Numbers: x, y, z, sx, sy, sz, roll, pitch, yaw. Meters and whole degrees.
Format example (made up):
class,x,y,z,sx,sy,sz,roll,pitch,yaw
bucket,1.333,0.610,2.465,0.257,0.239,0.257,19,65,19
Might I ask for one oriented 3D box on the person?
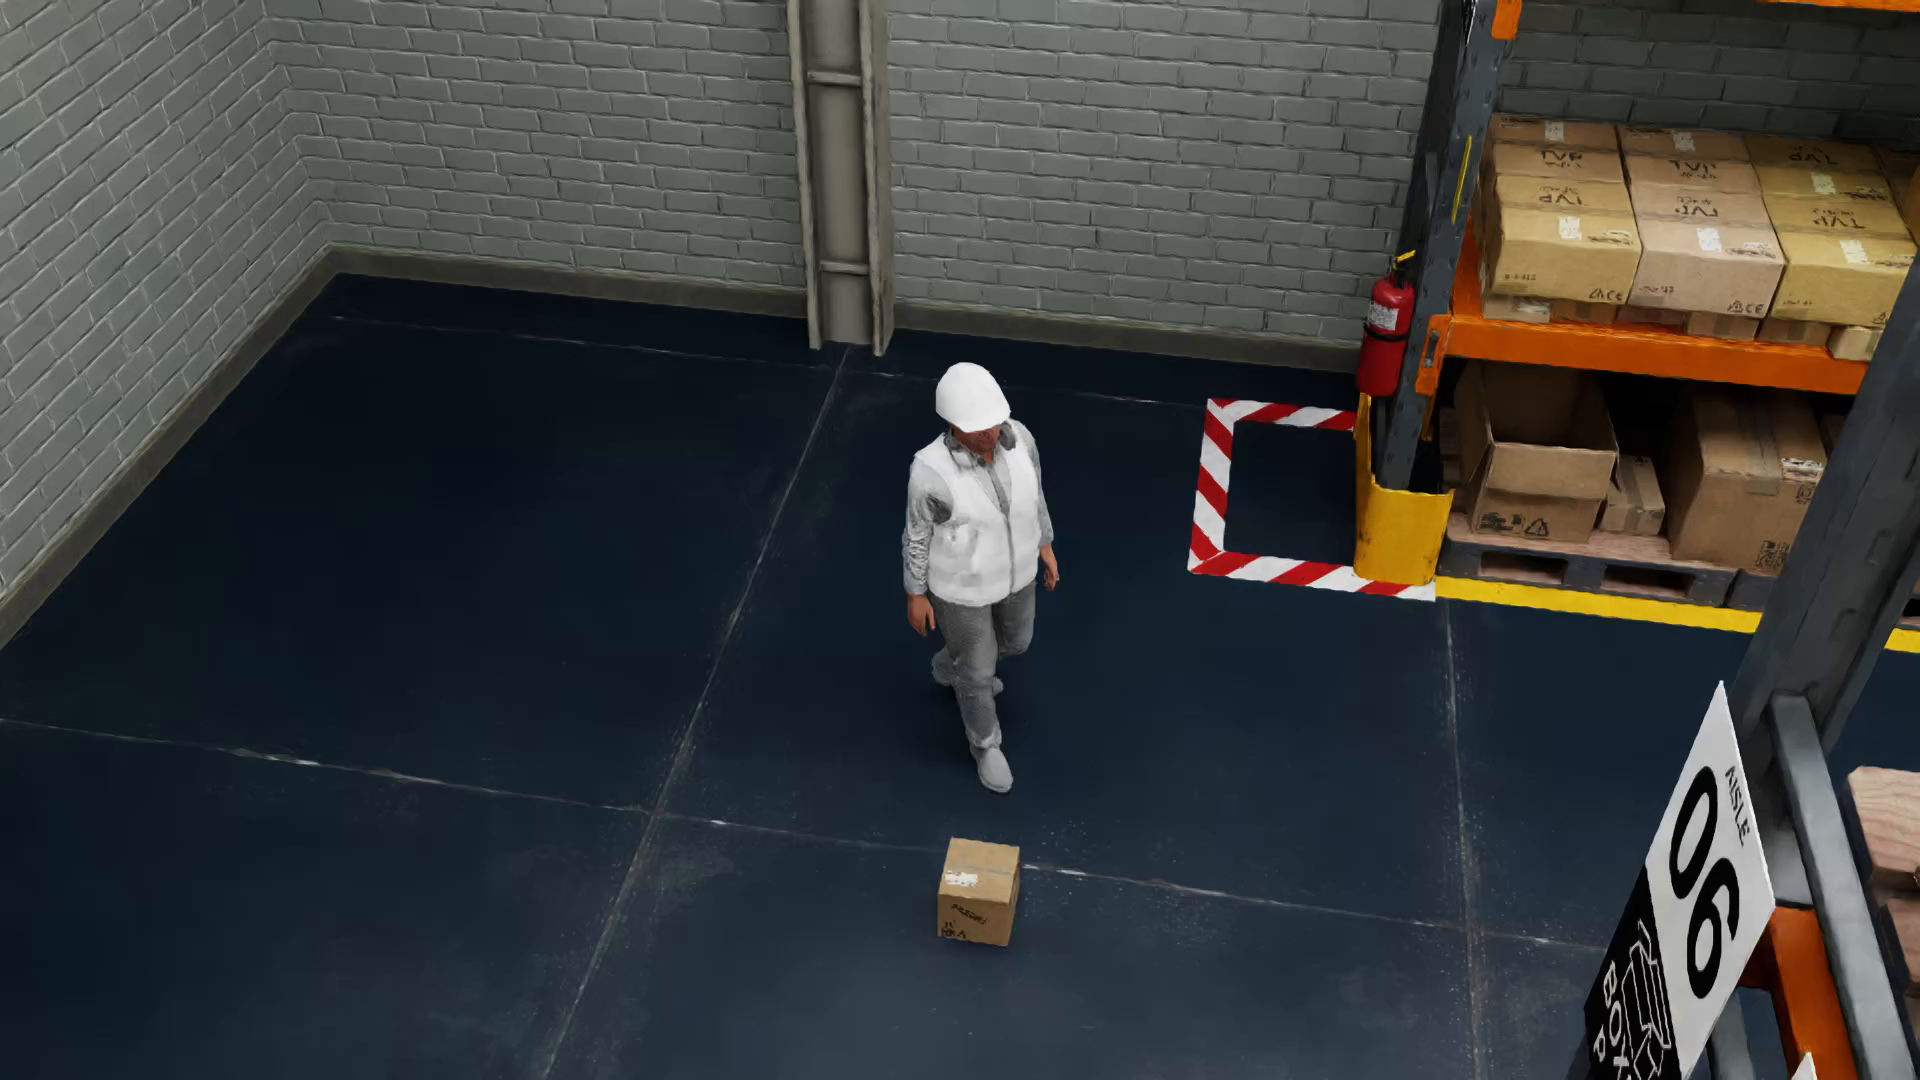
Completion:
class,x,y,z,sx,sy,sz,roll,pitch,yaw
person,0.062,0.100,6.015,0.586,1.769,0.624,-28,48,-29
